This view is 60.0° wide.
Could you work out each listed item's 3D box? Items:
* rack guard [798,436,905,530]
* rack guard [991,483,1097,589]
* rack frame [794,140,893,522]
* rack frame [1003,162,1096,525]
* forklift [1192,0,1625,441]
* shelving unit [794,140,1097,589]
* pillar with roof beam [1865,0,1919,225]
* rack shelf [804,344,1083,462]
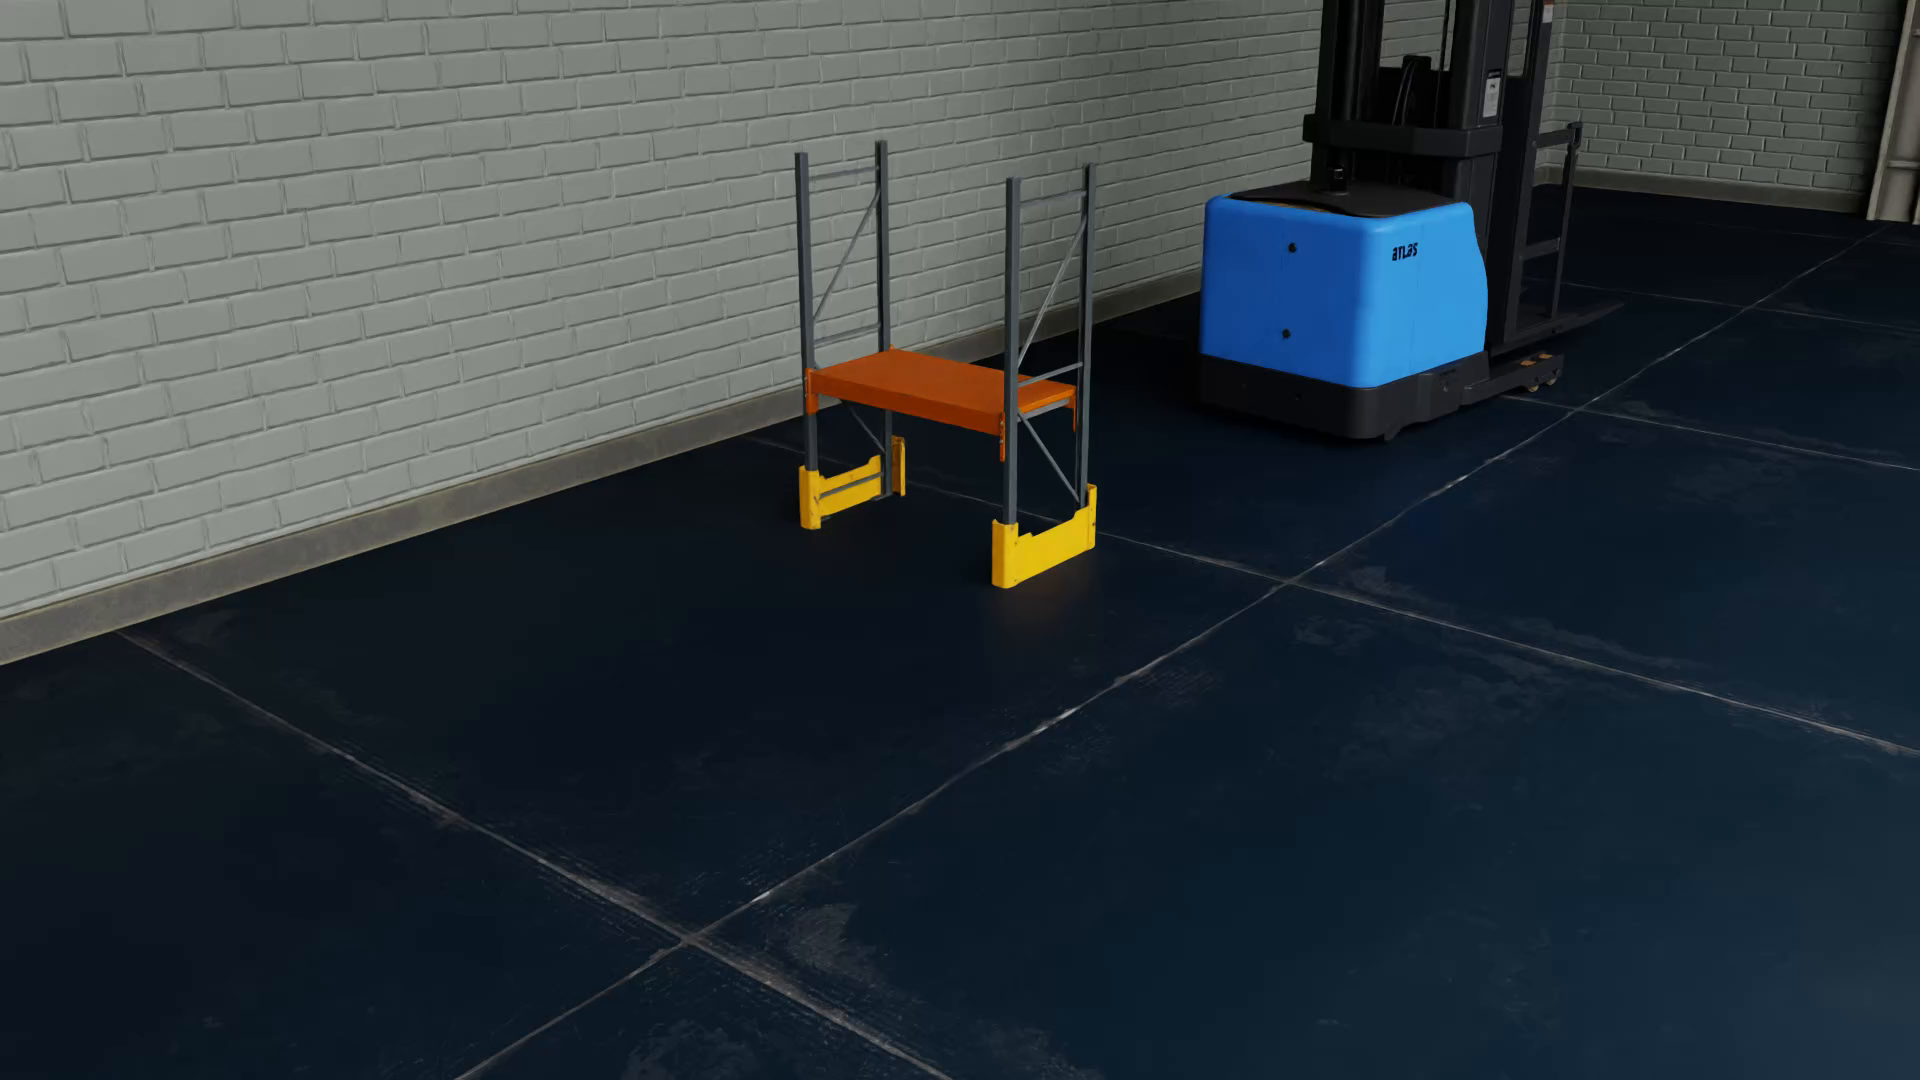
[{"bbox_3d":[-0.445,-0.245,6.964,0.087,0.250,0.587,16,26,36],"label":"rack guard"},{"bbox_3d":[0.327,-0.023,6.375,0.087,0.250,0.587,16,26,36],"label":"rack guard"},{"bbox_3d":[-0.460,-0.834,6.755,0.032,1.500,0.500,16,26,36],"label":"rack frame"},{"bbox_3d":[0.328,-0.607,6.153,0.032,1.500,0.500,16,26,36],"label":"rack frame"},{"bbox_3d":[2.572,-2.263,8.515,3.031,2.935,1.130,-19,28,-41],"label":"forklift"},{"bbox_3d":[-0.059,-0.719,6.449,1.083,1.500,0.587,16,26,36],"label":"shelving unit"},{"bbox_3d":[4.951,-5.658,8.918,0.400,9.000,9.100,16,26,36],"label":"pillar with roof beam"},{"bbox_3d":[-0.066,-0.552,6.517,1.000,0.185,0.538,16,26,36],"label":"rack shelf"}]
